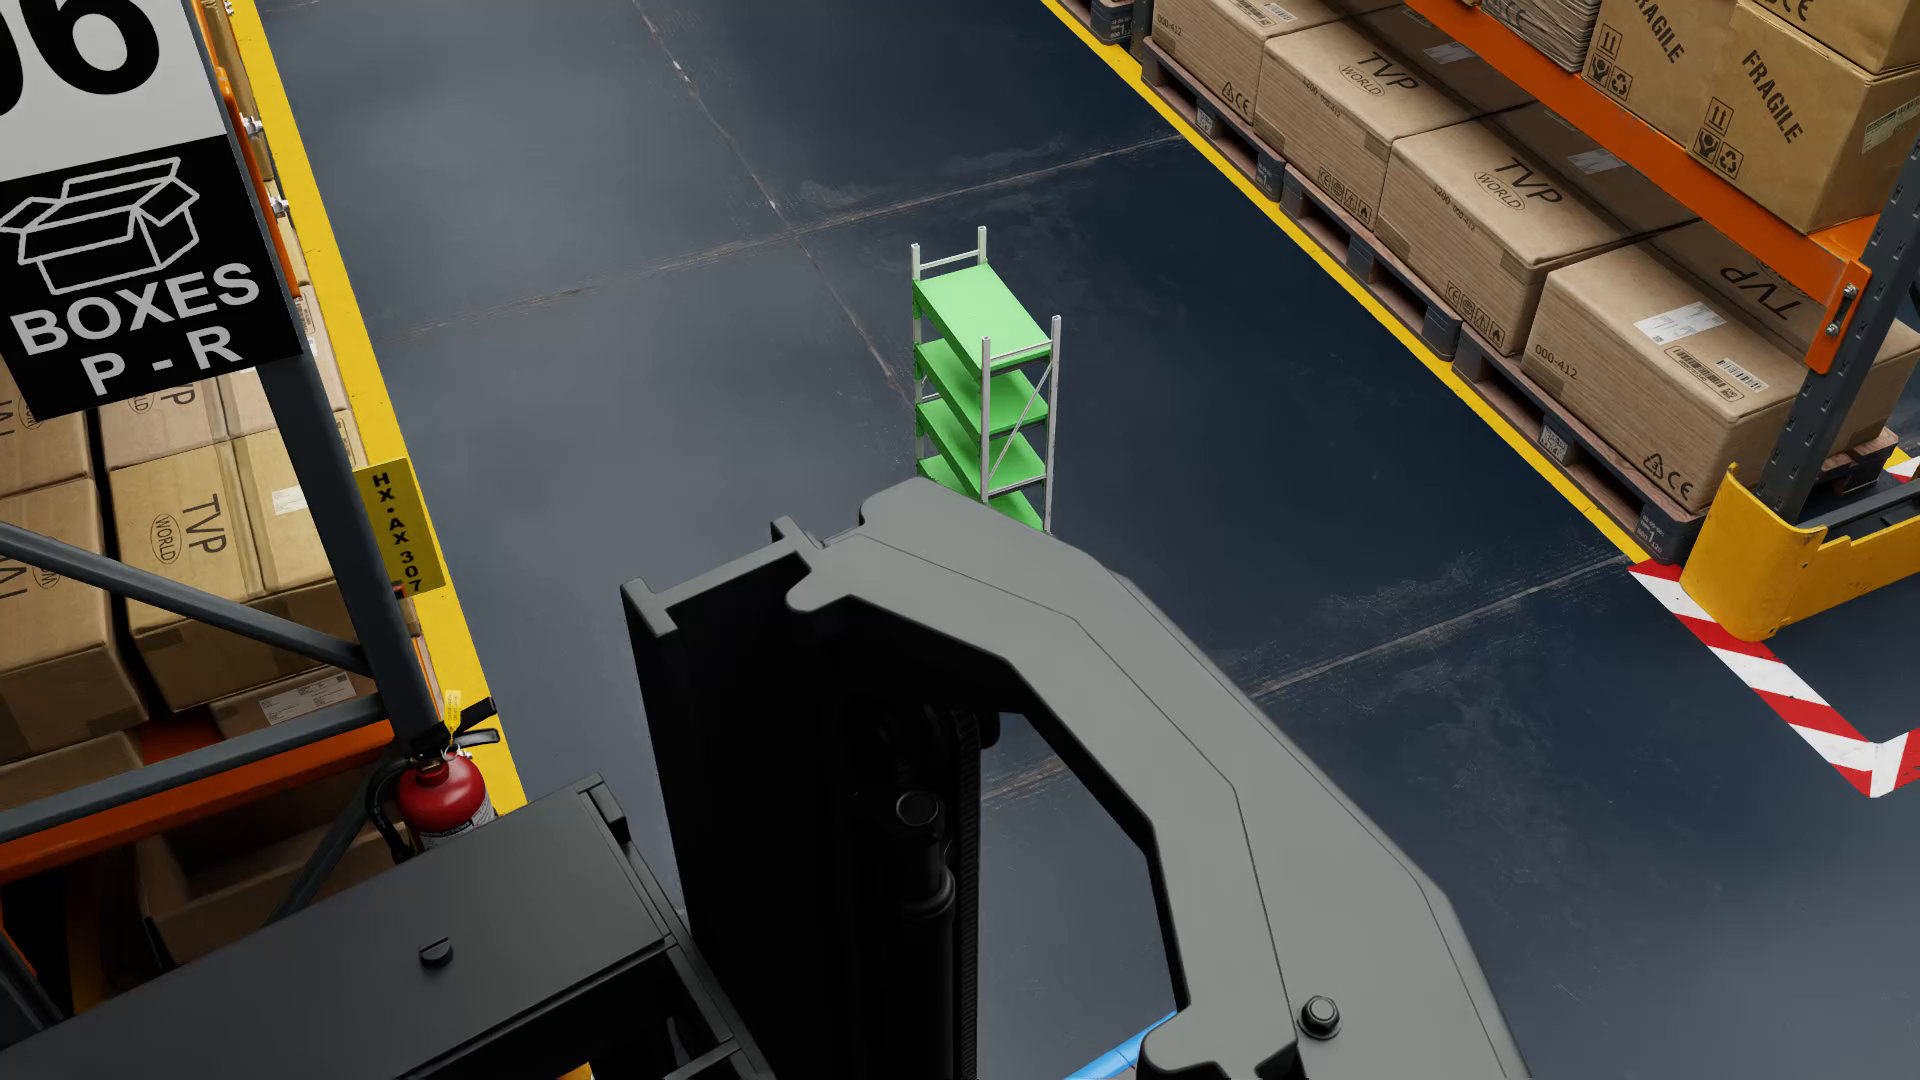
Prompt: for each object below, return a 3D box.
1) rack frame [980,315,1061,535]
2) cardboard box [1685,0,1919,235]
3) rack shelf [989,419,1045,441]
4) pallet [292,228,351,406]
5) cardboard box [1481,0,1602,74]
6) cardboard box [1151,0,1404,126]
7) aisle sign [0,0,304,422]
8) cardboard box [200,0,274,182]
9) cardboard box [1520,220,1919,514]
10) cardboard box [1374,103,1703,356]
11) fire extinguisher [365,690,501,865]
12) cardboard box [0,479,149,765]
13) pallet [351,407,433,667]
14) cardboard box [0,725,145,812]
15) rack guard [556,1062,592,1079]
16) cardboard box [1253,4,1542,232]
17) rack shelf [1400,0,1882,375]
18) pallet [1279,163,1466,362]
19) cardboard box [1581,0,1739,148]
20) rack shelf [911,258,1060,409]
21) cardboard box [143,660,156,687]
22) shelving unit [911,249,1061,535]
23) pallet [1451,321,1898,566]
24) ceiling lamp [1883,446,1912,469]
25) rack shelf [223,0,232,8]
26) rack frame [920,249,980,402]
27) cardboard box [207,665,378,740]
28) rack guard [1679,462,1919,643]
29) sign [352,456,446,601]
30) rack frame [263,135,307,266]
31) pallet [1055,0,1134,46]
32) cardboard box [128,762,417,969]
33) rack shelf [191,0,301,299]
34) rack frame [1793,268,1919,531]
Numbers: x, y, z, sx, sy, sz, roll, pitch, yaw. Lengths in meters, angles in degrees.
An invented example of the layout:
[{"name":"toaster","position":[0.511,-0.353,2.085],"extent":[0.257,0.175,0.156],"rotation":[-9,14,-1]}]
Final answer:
[{"name":"rack frame","position":[0.172,-0.166,5.064],"extent":[0.240,1.200,0.015],"rotation":[-18,47,-17]},{"name":"cardboard box","position":[2.551,-1.281,4.841],"extent":[0.500,0.500,0.500],"rotation":[-18,47,-17]},{"name":"rack shelf","position":[0.070,-0.467,5.078],"extent":[0.199,0.029,0.442],"rotation":[-18,47,-17]},{"name":"pallet","position":[-2.903,-0.666,6.275],"extent":[1.003,0.211,1.213],"rotation":[-18,47,-17]},{"name":"cardboard box","position":[2.128,-1.930,5.499],"extent":[0.500,0.500,0.500],"rotation":[-17,47,-16]},{"name":"cardboard box","position":[1.478,-2.371,7.542],"extent":[0.875,0.438,0.875],"rotation":[-19,48,-18]},{"name":"aisle sign","position":[-1.213,-0.516,2.287],"extent":[0.394,0.787,0.004],"rotation":[-18,47,-17]},{"name":"cardboard box","position":[-2.086,-1.192,4.183],"extent":[0.500,0.500,0.500],"rotation":[-17,47,-16]},{"name":"cardboard box","position":[2.625,-0.645,5.793],"extent":[0.875,0.438,0.875],"rotation":[-20,48,-19]},{"name":"cardboard box","position":[2.233,-1.225,6.381],"extent":[0.875,0.438,0.875],"rotation":[-17,47,-16]},{"name":"fire extinguisher","position":[-1.027,0.570,3.358],"extent":[0.296,0.674,0.183],"rotation":[-18,47,-17]},{"name":"cardboard box","position":[-1.943,0.185,3.322],"extent":[0.500,0.250,0.500],"rotation":[-17,47,-16]},{"name":"pallet","position":[-2.386,0.112,5.486],"extent":[1.003,0.211,1.213],"rotation":[-18,47,-17]},{"name":"cardboard box","position":[-1.891,0.410,3.378],"extent":[0.380,0.149,0.250],"rotation":[-19,48,-18]},{"name":"rack guard","position":[-1.540,1.294,4.083],"extent":[1.175,0.500,0.348],"rotation":[-18,47,-17]},{"name":"cardboard box","position":[1.855,-1.800,6.964],"extent":[0.875,0.438,0.875],"rotation":[-19,48,-19]},{"name":"rack shelf","position":[2.153,-2.034,6.188],"extent":[1.077,0.370,4.000],"rotation":[-18,47,-17]},{"name":"pallet","position":[2.077,-1.286,6.903],"extent":[1.003,0.211,1.213],"rotation":[-18,47,-17]},{"name":"cardboard box","position":[2.353,-1.605,5.170],"extent":[0.500,0.500,0.500],"rotation":[-19,48,-18]},{"name":"rack shelf","position":[0.070,-0.618,4.929],"extent":[0.258,0.148,0.480],"rotation":[-18,47,-17]},{"name":"cardboard box","position":[-1.942,0.230,3.560],"extent":[0.380,0.149,0.250],"rotation":[-17,47,-16]},{"name":"shelving unit","position":[4.177,-4.790,9.751],"extent":[13.061,1.200,8.595],"rotation":[-18,47,-17]},{"name":"pallet","position":[2.586,-0.510,6.116],"extent":[1.003,0.211,1.213],"rotation":[-18,47,-17]},{"name":"ceiling lamp","position":[2.675,-1.378,7.146],"extent":[0.159,0.001,3.459],"rotation":[-18,47,-17]},{"name":"rack shelf","position":[-4.031,-3.115,7.284],"extent":[1.077,0.370,4.000],"rotation":[-18,47,-17]},{"name":"rack frame","position":[-0.034,-0.477,5.379],"extent":[0.228,1.046,0.006],"rotation":[-18,47,-17]},{"name":"cardboard box","position":[-1.398,0.251,3.539],"extent":[0.380,0.149,0.250],"rotation":[-18,48,-18]},{"name":"rack guard","position":[3.004,-0.111,5.506],"extent":[1.175,0.500,0.348],"rotation":[-18,47,-17]},{"name":"sign","position":[-1.016,-0.016,3.014],"extent":[0.100,0.325,0.005],"rotation":[-18,47,-17]},{"name":"rack frame","position":[-3.190,-2.097,5.739],"extent":[1.000,3.000,0.127],"rotation":[-18,47,-17]},{"name":"pallet","position":[0.919,-3.042,8.683],"extent":[1.003,0.211,1.213],"rotation":[-18,47,-17]},{"name":"cardboard box","position":[-1.680,0.774,4.309],"extent":[0.797,0.503,0.637],"rotation":[-20,48,-19]},{"name":"rack shelf","position":[-2.349,-1.634,3.647],"extent":[1.077,0.370,4.000],"rotation":[-18,47,-17]},{"name":"rack frame","position":[2.990,-1.015,4.643],"extent":[0.949,2.616,0.053],"rotation":[-18,47,-17]}]
